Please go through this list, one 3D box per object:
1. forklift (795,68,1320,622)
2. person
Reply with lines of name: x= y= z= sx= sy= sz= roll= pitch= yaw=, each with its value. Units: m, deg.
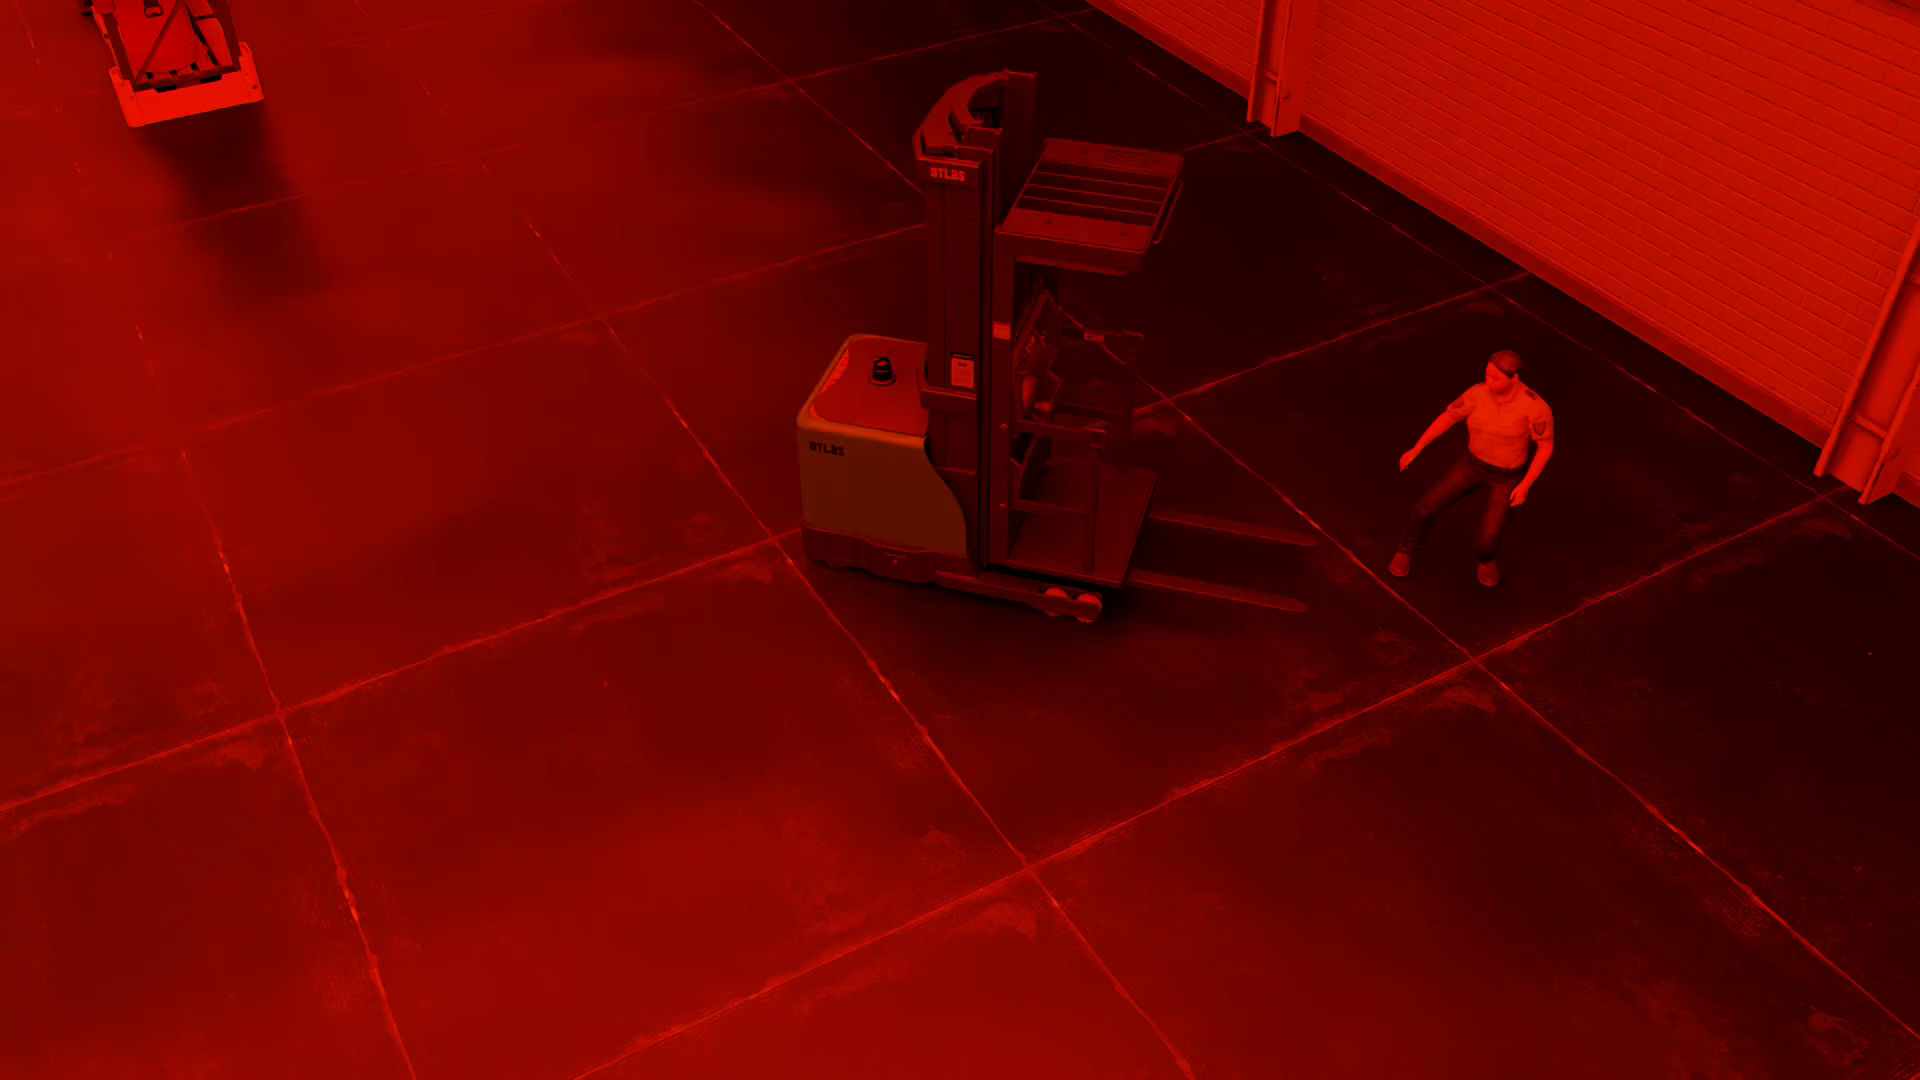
forklift: x=0.616 y=-1.026 z=9.273 sx=3.031 sy=2.935 sz=1.130 roll=11 pitch=41 yaw=13
person: x=2.953 y=-0.394 z=9.590 sx=0.740 sy=1.546 sz=0.520 roll=32 pitch=49 yaw=32
